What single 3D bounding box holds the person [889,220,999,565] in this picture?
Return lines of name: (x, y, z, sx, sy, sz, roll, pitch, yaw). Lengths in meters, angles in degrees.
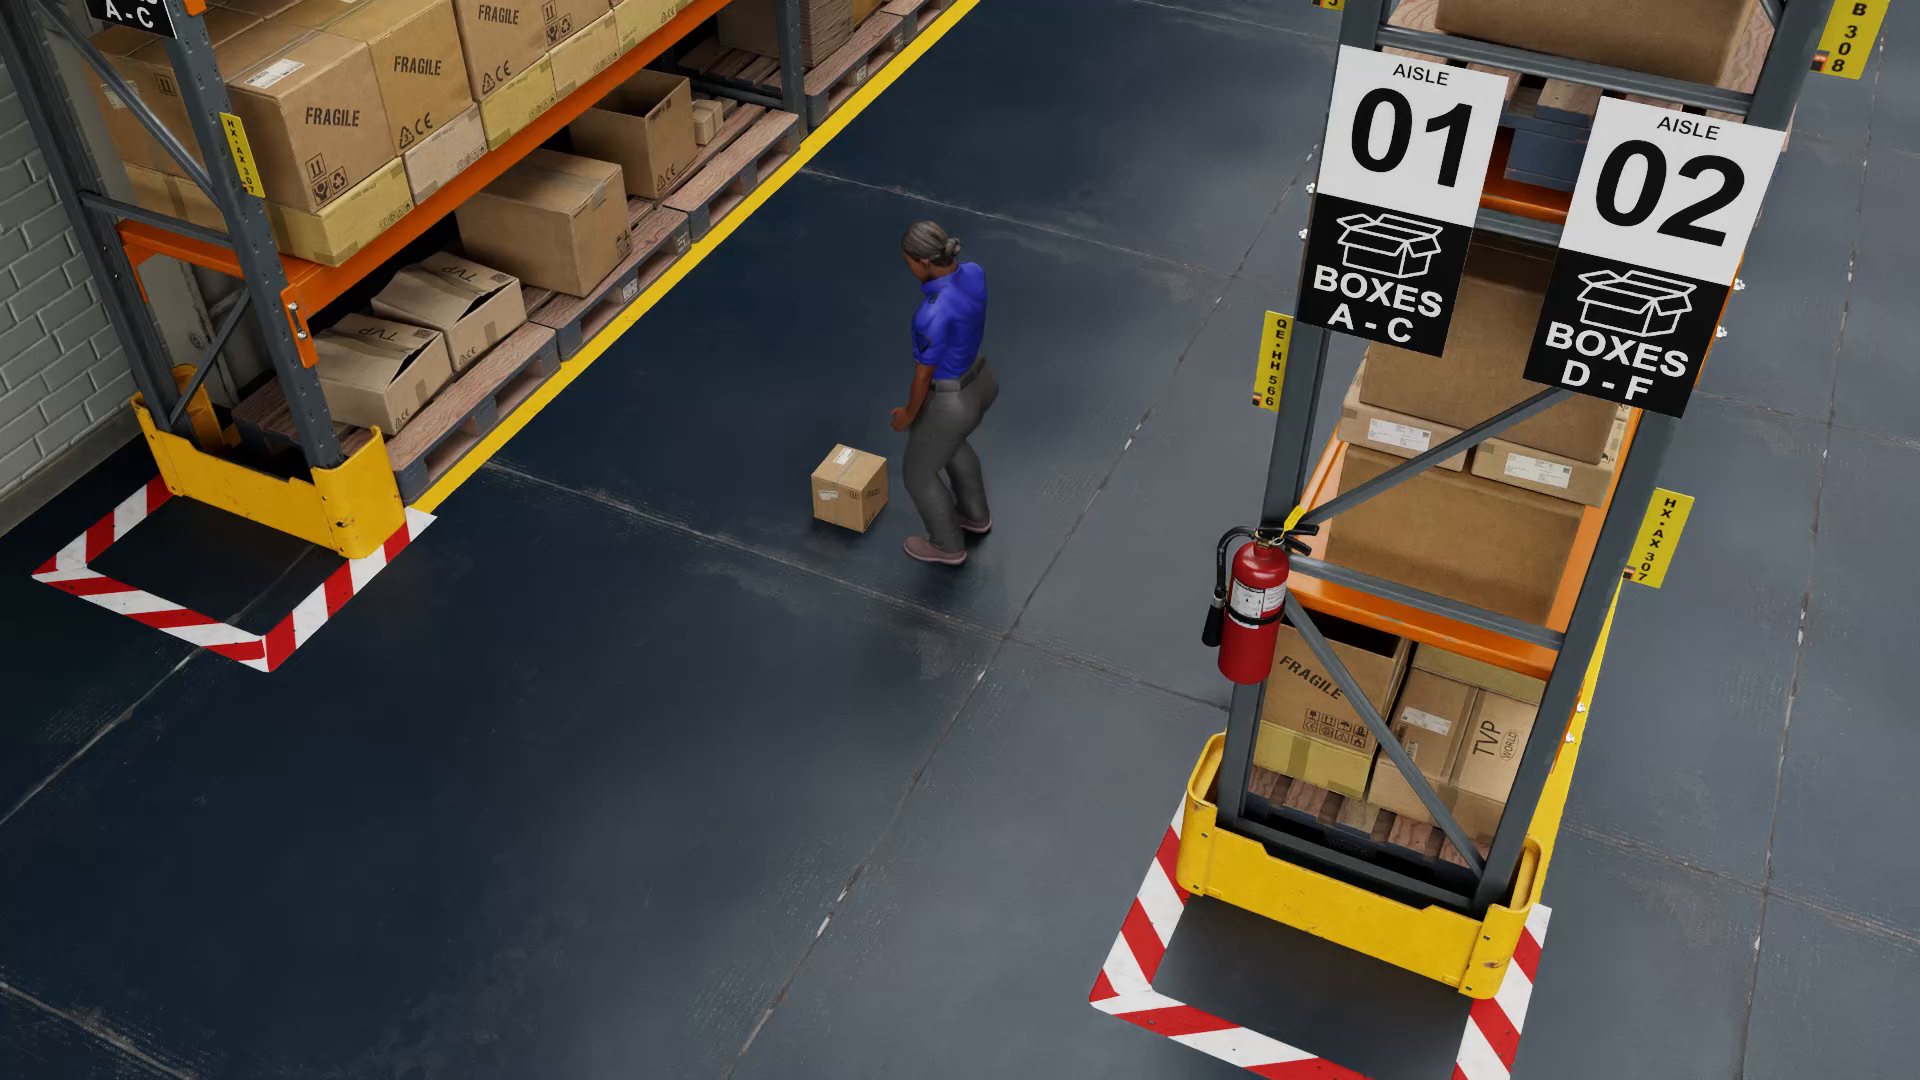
person: (-0.060, -0.581, 6.843, 0.361, 1.618, 0.453, 18, 45, 19)
